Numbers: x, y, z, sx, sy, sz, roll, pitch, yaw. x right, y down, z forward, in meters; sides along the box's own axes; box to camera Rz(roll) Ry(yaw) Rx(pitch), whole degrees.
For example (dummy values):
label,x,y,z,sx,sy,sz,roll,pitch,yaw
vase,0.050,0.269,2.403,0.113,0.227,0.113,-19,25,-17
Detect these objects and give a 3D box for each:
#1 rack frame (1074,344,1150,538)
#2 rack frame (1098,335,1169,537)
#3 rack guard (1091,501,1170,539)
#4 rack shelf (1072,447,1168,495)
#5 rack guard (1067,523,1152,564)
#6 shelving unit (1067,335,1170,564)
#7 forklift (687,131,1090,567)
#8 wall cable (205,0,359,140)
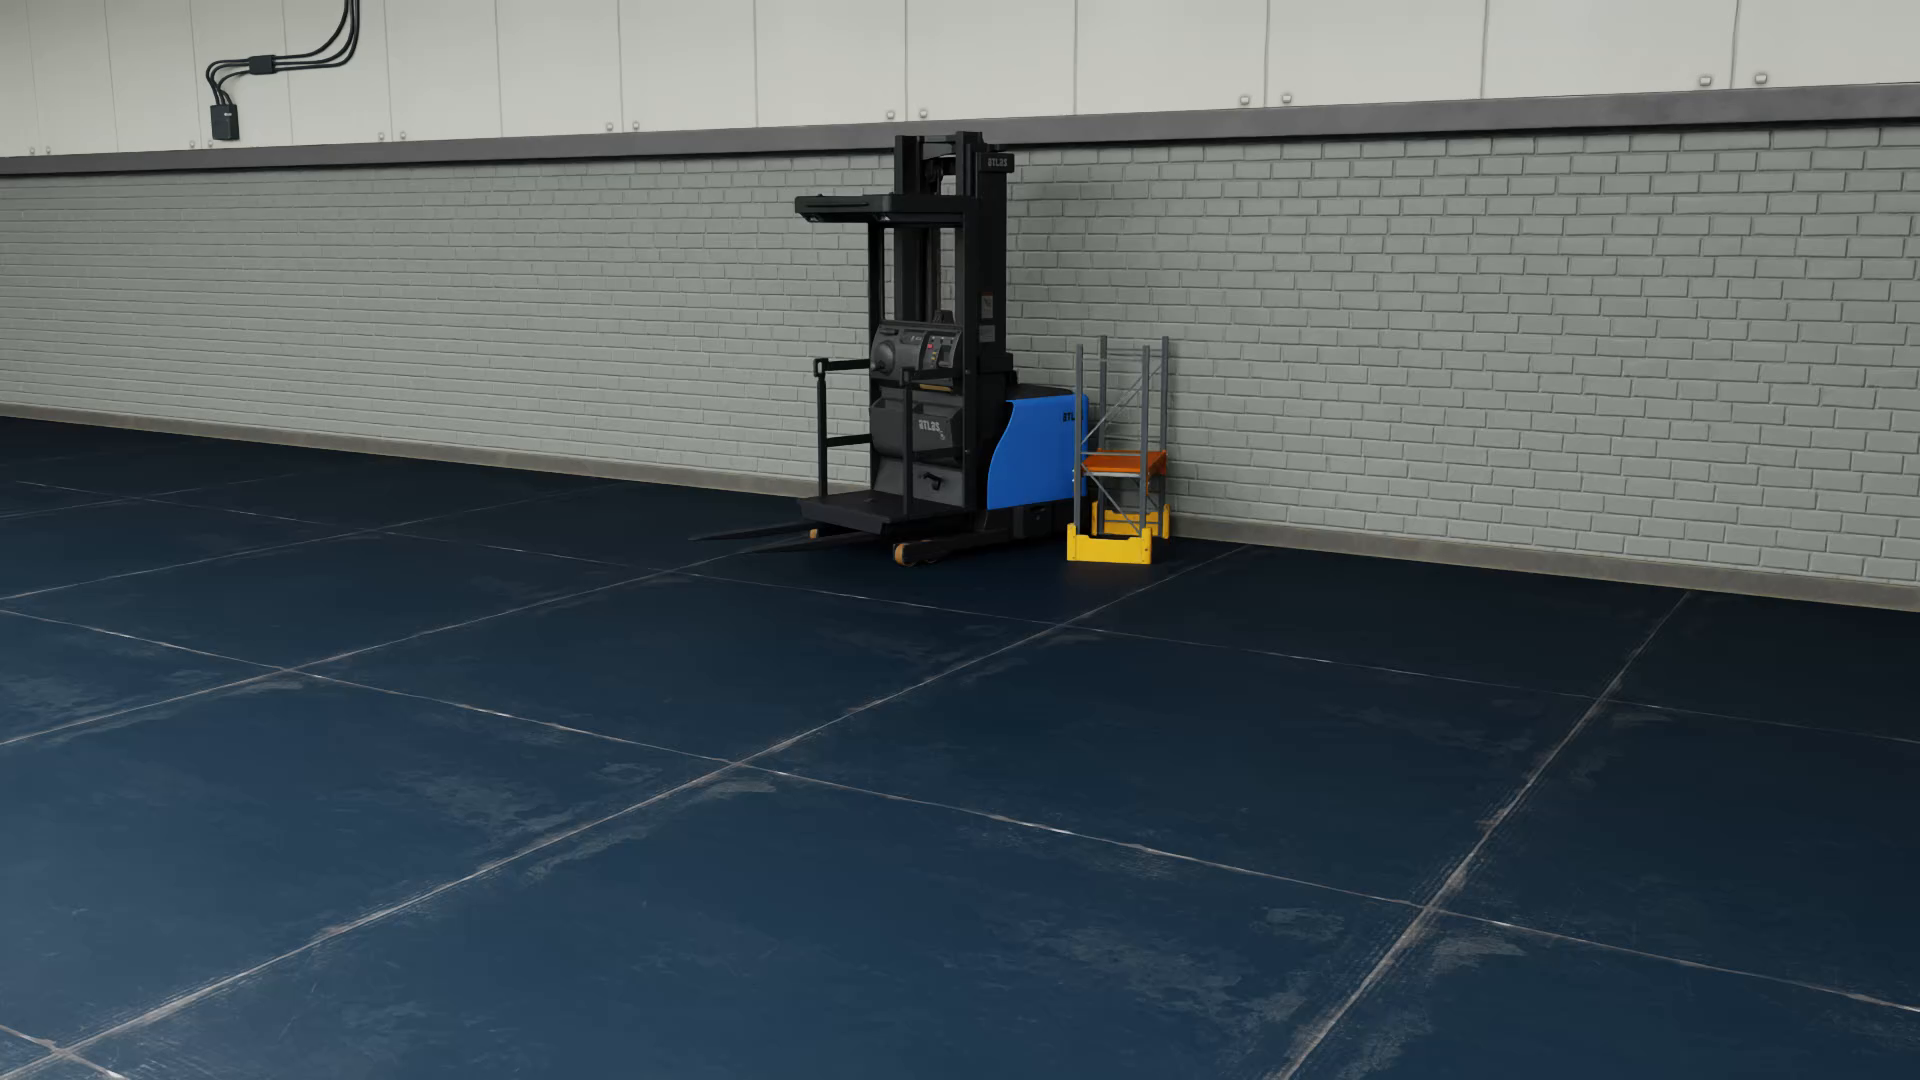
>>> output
label,x,y,z,sx,sy,sz,roll,pitch,yaw
rack frame,1.038,-0.590,11.443,0.500,1.500,0.032,3,11,14
rack frame,1.288,-0.771,12.411,0.500,1.500,0.032,3,11,14
rack guard,1.283,-0.153,12.508,0.587,0.250,0.087,3,11,14
rack shelf,1.163,-0.504,11.960,0.538,0.185,1.000,3,11,14
rack guard,1.039,0.024,11.559,0.587,0.250,0.087,3,11,14
shelving unit,1.161,-0.679,11.918,0.587,1.500,1.083,3,11,14
forklift,-0.474,-1.366,11.701,3.031,2.935,1.130,-9,14,-40
wall cable,-6.867,-7.063,16.398,2.305,6.003,0.169,6,12,31
